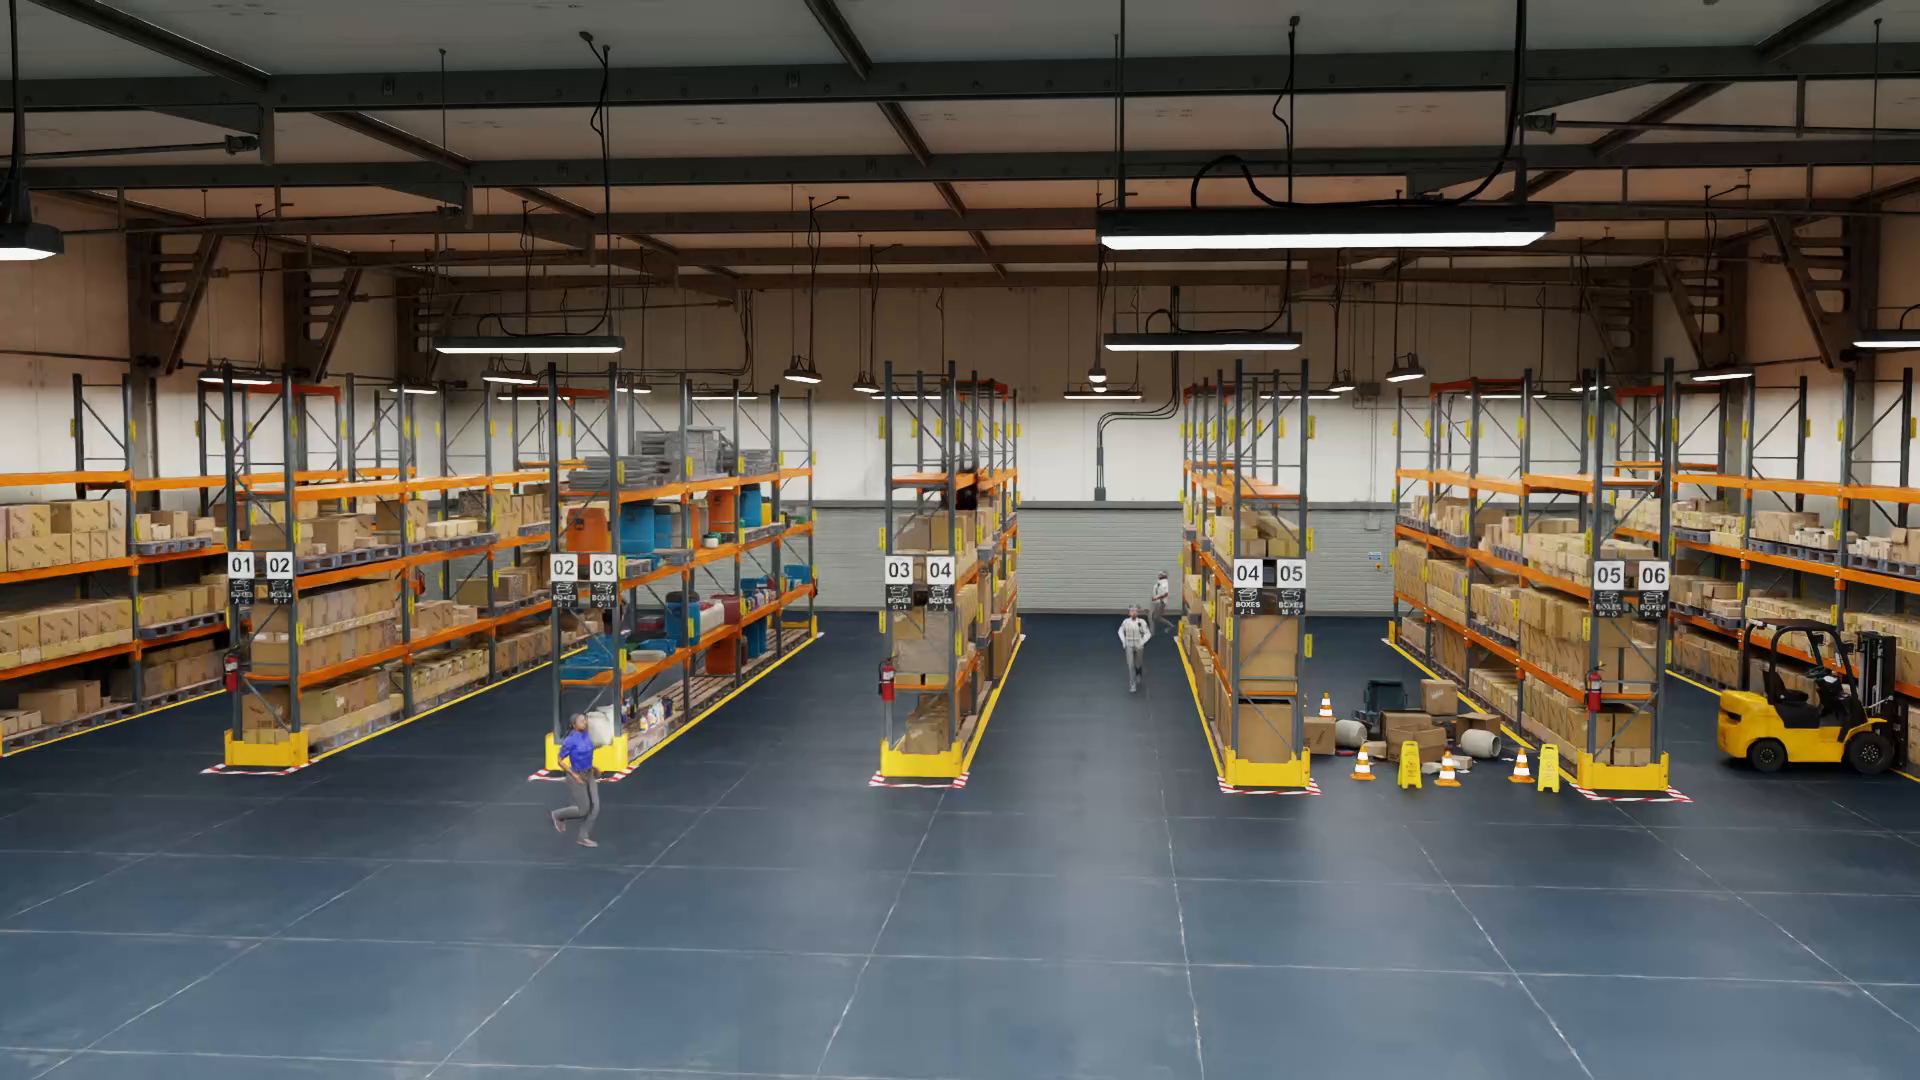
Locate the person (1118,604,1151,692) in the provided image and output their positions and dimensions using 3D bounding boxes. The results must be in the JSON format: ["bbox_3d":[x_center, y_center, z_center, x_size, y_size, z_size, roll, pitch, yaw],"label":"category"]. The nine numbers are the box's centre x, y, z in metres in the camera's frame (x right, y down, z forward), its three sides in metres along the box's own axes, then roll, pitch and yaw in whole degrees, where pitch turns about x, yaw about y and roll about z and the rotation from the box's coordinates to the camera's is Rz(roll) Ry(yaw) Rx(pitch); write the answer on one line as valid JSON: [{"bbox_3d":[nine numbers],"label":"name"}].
[{"bbox_3d":[3.354,2.060,32.016,0.635,1.670,0.725,1,4,9],"label":"person"}]

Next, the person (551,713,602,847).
[{"bbox_3d":[-4.625,2.885,20.084,0.589,1.615,0.575,2,4,25],"label":"person"}]

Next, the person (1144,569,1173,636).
[{"bbox_3d":[4.832,1.531,40.331,0.715,1.687,0.619,-1,4,-16],"label":"person"}]

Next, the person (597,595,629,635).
[{"bbox_3d":[-7.478,1.804,35.765,0.635,1.770,0.756,0,4,4],"label":"person"}]
